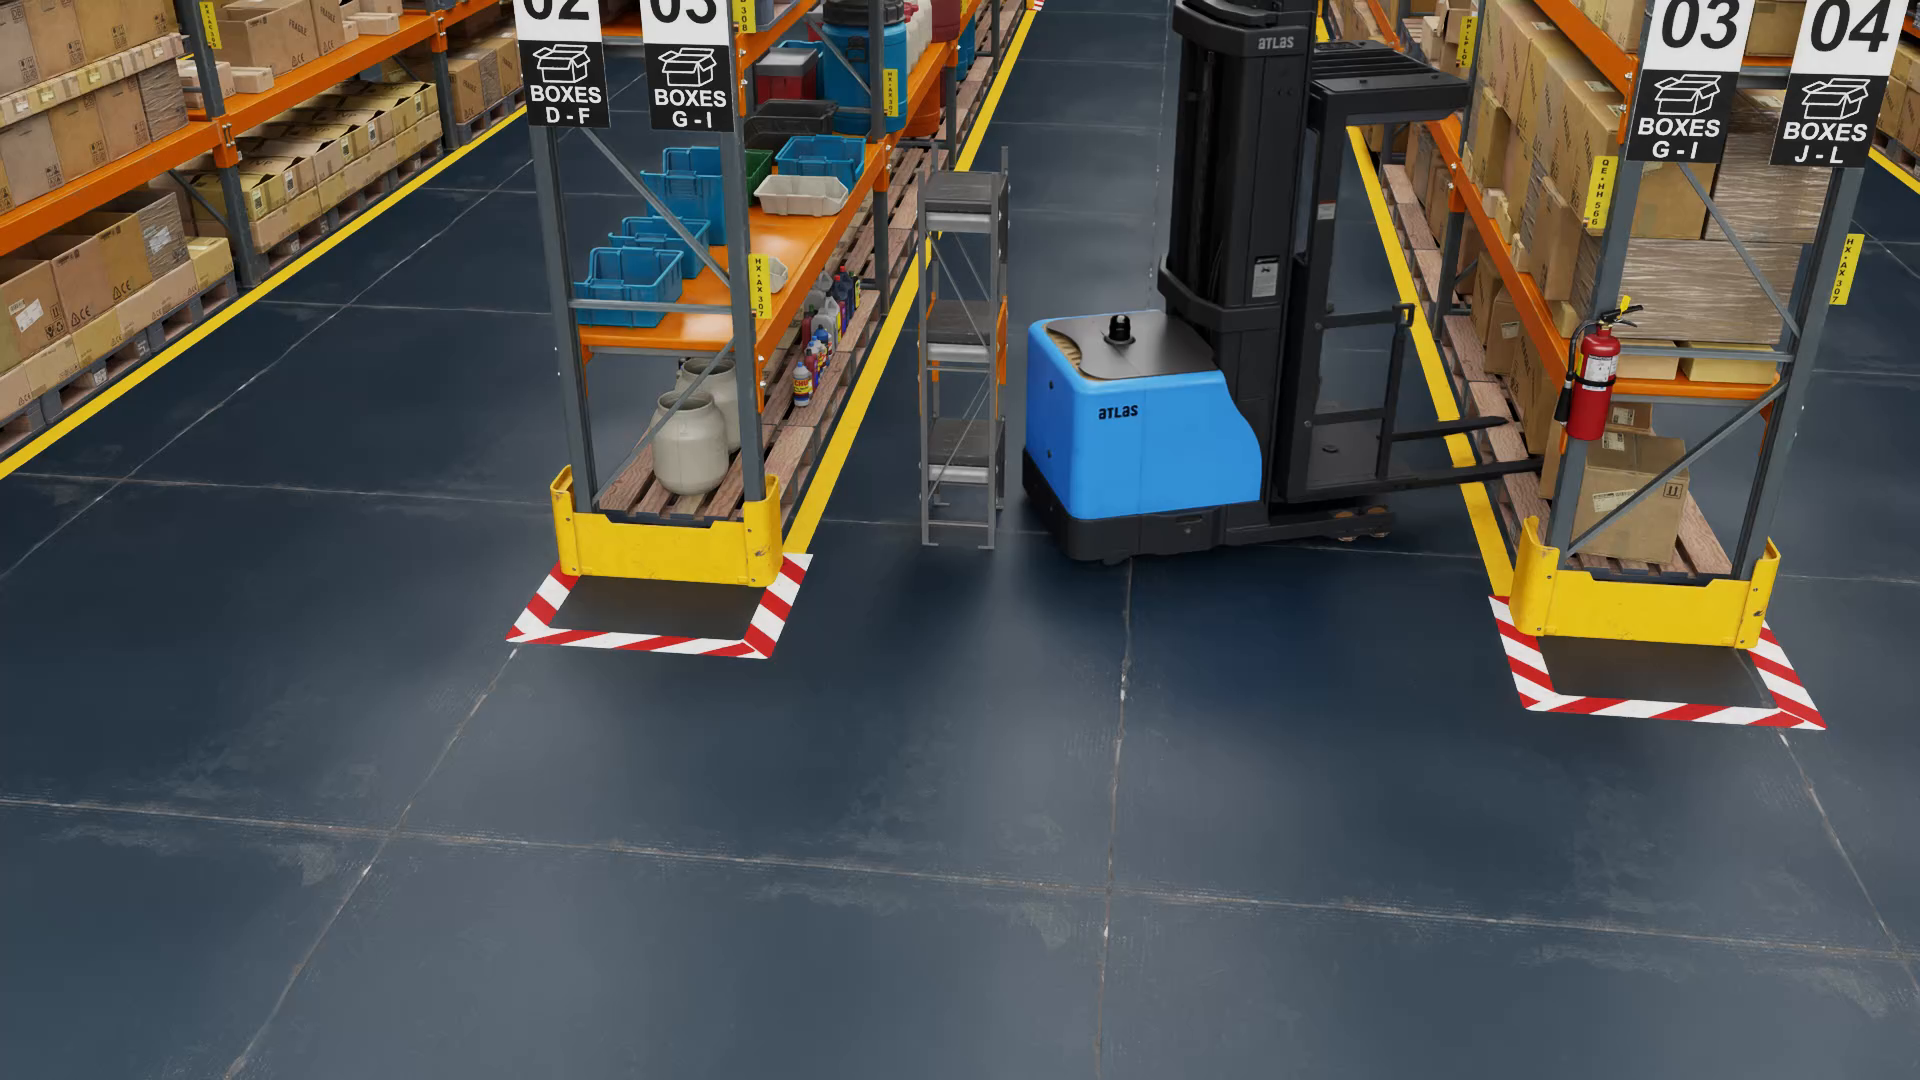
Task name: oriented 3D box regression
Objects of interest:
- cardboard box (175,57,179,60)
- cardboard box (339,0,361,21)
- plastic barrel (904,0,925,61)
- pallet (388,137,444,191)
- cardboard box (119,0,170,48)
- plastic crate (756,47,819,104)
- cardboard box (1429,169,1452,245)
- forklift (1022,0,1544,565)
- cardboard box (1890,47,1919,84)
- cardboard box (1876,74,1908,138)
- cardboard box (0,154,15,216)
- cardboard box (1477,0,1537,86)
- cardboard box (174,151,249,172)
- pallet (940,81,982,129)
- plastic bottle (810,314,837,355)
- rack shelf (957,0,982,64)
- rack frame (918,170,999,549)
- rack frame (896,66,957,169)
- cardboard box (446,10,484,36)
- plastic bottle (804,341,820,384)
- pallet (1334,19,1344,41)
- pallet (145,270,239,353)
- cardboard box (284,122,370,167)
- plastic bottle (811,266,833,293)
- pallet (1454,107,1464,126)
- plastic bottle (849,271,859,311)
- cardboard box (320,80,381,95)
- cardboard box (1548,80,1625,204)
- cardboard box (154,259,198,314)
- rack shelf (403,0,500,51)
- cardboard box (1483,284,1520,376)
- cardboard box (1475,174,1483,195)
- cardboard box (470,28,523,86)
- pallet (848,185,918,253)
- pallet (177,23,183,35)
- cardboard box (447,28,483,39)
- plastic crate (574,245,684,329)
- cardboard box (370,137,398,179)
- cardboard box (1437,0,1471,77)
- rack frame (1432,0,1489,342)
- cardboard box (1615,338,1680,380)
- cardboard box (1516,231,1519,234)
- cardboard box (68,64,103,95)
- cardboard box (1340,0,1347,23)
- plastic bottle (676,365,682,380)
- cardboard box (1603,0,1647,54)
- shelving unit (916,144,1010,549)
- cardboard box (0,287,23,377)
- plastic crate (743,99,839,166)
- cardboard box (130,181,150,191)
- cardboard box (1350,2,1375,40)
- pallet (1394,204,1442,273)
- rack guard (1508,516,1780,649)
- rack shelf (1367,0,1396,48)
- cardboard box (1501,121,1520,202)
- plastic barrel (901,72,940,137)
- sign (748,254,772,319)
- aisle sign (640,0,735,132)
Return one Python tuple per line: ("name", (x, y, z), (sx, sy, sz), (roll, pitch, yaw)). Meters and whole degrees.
("cardboard box", (-6.017, -3.682, 13.064), (0.396, 0.266, 0.258), (3, 28, 5))
("cardboard box", (-5.754, -4.751, 14.999), (0.500, 0.311, 0.500), (3, 28, 6))
("plastic barrel", (-0.502, -4.264, 13.885), (0.421, 0.512, 0.421), (0, 28, 0))
("pallet", (-5.592, -3.587, 15.685), (1.003, 0.211, 1.213), (3, 28, 6))
("cardboard box", (-5.990, -3.723, 11.524), (0.700, 0.500, 0.500), (3, 29, 6))
("plastic crate", (-1.271, -3.301, 12.147), (0.402, 0.464, 0.583), (3, 28, 6))
("cardboard box", (4.131, -2.607, 13.098), (0.700, 0.500, 0.500), (1, 28, 2))
("forklift", (1.937, -1.517, 8.976), (3.031, 2.935, 1.130), (-7, 29, -12))
("cardboard box", (9.242, -4.515, 15.870), (0.500, 0.250, 0.500), (4, 29, 7))
("cardboard box", (9.227, -4.190, 16.057), (0.500, 0.500, 0.500), (2, 28, 4))
("cardboard box", (-6.236, -2.178, 10.024), (0.700, 0.500, 0.500), (4, 29, 7))
("cardboard box", (3.582, -3.157, 10.475), (0.500, 0.500, 0.500), (3, 28, 6))
("cardboard box", (-6.120, -2.991, 13.503), (0.500, 0.311, 0.500), (4, 29, 8))
("pallet", (-0.329, -4.629, 17.619), (1.003, 0.211, 1.213), (3, 28, 6))
("plastic bottle", (-0.906, -1.383, 11.063), (0.152, 0.276, 0.135), (4, 29, 7))
("rack shelf", (-0.291, -5.535, 17.119), (1.077, 0.370, 4.000), (3, 28, 6))
("rack frame", (-0.010, -0.887, 8.683), (0.400, 2.100, 0.015), (3, 28, 6))
("rack frame", (-0.536, -4.910, 15.201), (1.000, 3.000, 0.127), (3, 28, 6))
("cardboard box", (-5.447, -5.585, 17.836), (0.500, 0.250, 0.500), (3, 28, 5))
("plastic bottle", (-0.943, -1.133, 10.604), (0.097, 0.271, 0.097), (0, 28, 0))
("pallet", (5.187, -6.207, 20.548), (1.003, 0.211, 1.213), (3, 28, 6))
("pallet", (-6.081, -1.717, 12.215), (1.003, 0.211, 1.213), (3, 28, 6))
("cardboard box", (-5.457, -3.442, 14.341), (0.500, 0.311, 0.500), (4, 29, 8))
("plastic bottle", (-0.963, -1.743, 11.652), (0.144, 0.351, 0.185), (3, 28, 6))
("pallet", (4.127, -3.006, 11.870), (1.003, 0.211, 1.213), (3, 28, 6))
("plastic bottle", (-0.758, -1.779, 11.790), (0.061, 0.283, 0.133), (5, 29, 9))
("cardboard box", (-5.808, -4.191, 15.732), (0.500, 0.311, 0.500), (4, 29, 8))
("cardboard box", (3.277, -1.981, 8.290), (0.500, 0.500, 0.500), (3, 28, 6))
("cardboard box", (-5.853, -1.825, 11.932), (0.500, 0.250, 0.500), (3, 28, 6))
("rack shelf", (-5.207, -5.824, 17.657), (1.077, 0.370, 4.000), (3, 28, 6))
("cardboard box", (3.738, -1.368, 10.819), (0.500, 0.500, 0.500), (13, 31, 22))
("cardboard box", (3.517, -2.309, 10.638), (0.380, 0.149, 0.250), (3, 28, 6))
("cardboard box", (-4.929, -5.219, 17.947), (0.500, 0.500, 0.500), (2, 28, 4))
("pallet", (-0.822, -2.747, 14.127), (1.003, 0.211, 1.213), (3, 28, 6))
("pallet", (-9.708, -6.494, 21.082), (1.003, 0.211, 1.213), (3, 28, 6))
("cardboard box", (-5.449, -5.238, 17.981), (0.500, 0.500, 0.500), (2, 28, 4))
("plastic crate", (-1.752, -1.332, 8.716), (0.499, 0.251, 0.616), (3, 28, 6))
("cardboard box", (-5.399, -3.433, 14.916), (0.500, 0.250, 0.500), (4, 29, 7))
("cardboard box", (4.010, -3.791, 12.573), (0.797, 0.503, 0.637), (6, 29, 11))
("rack frame", (3.889, -2.739, 11.172), (1.000, 3.000, 0.127), (3, 28, 6))
("cardboard box", (3.229, -0.892, 8.008), (0.380, 0.149, 0.250), (3, 28, 6))
("cardboard box", (3.408, -1.718, 9.541), (0.380, 0.149, 0.250), (3, 28, 6))
("cardboard box", (-5.889, -3.027, 10.917), (0.380, 0.149, 0.250), (3, 28, 6))
("cardboard box", (5.249, -6.903, 20.698), (0.875, 0.875, 0.875), (3, 28, 6))
("plastic bottle", (-1.727, -0.996, 10.423), (0.097, 0.201, 0.097), (0, 28, 0))
("cardboard box", (3.206, -2.353, 7.450), (0.500, 0.250, 0.500), (4, 29, 7))
("shelving unit", (0.020, -1.002, 8.897), (0.431, 2.100, 0.503), (3, 28, 6))
("cardboard box", (-6.086, -1.213, 10.005), (0.500, 0.500, 0.500), (3, 28, 6))
("plastic crate", (-1.217, -2.761, 11.277), (0.767, 0.338, 0.504), (3, 28, 6))
("cardboard box", (-6.310, -2.421, 12.247), (0.500, 0.500, 0.500), (3, 28, 6))
("cardboard box", (4.702, -5.031, 17.224), (1.225, 0.875, 0.875), (2, 28, 4))
("pallet", (4.130, -2.454, 13.583), (1.003, 0.211, 1.213), (3, 28, 6))
("rack guard", (3.408, 0.208, 8.336), (1.175, 0.500, 0.348), (3, 28, 6))
("rack shelf", (4.624, -5.247, 16.585), (1.077, 0.370, 4.000), (3, 28, 6))
("cardboard box", (3.715, -2.232, 9.810), (0.875, 0.500, 0.500), (3, 28, 6))
("plastic barrel", (-0.493, -4.371, 16.046), (0.600, 0.830, 0.708), (3, 28, 6))
("sign", (-0.971, -1.232, 8.083), (0.100, 0.325, 0.005), (3, 28, 6))
("aisle sign", (-1.235, -2.238, 7.500), (0.394, 0.787, 0.004), (3, 28, 6))
